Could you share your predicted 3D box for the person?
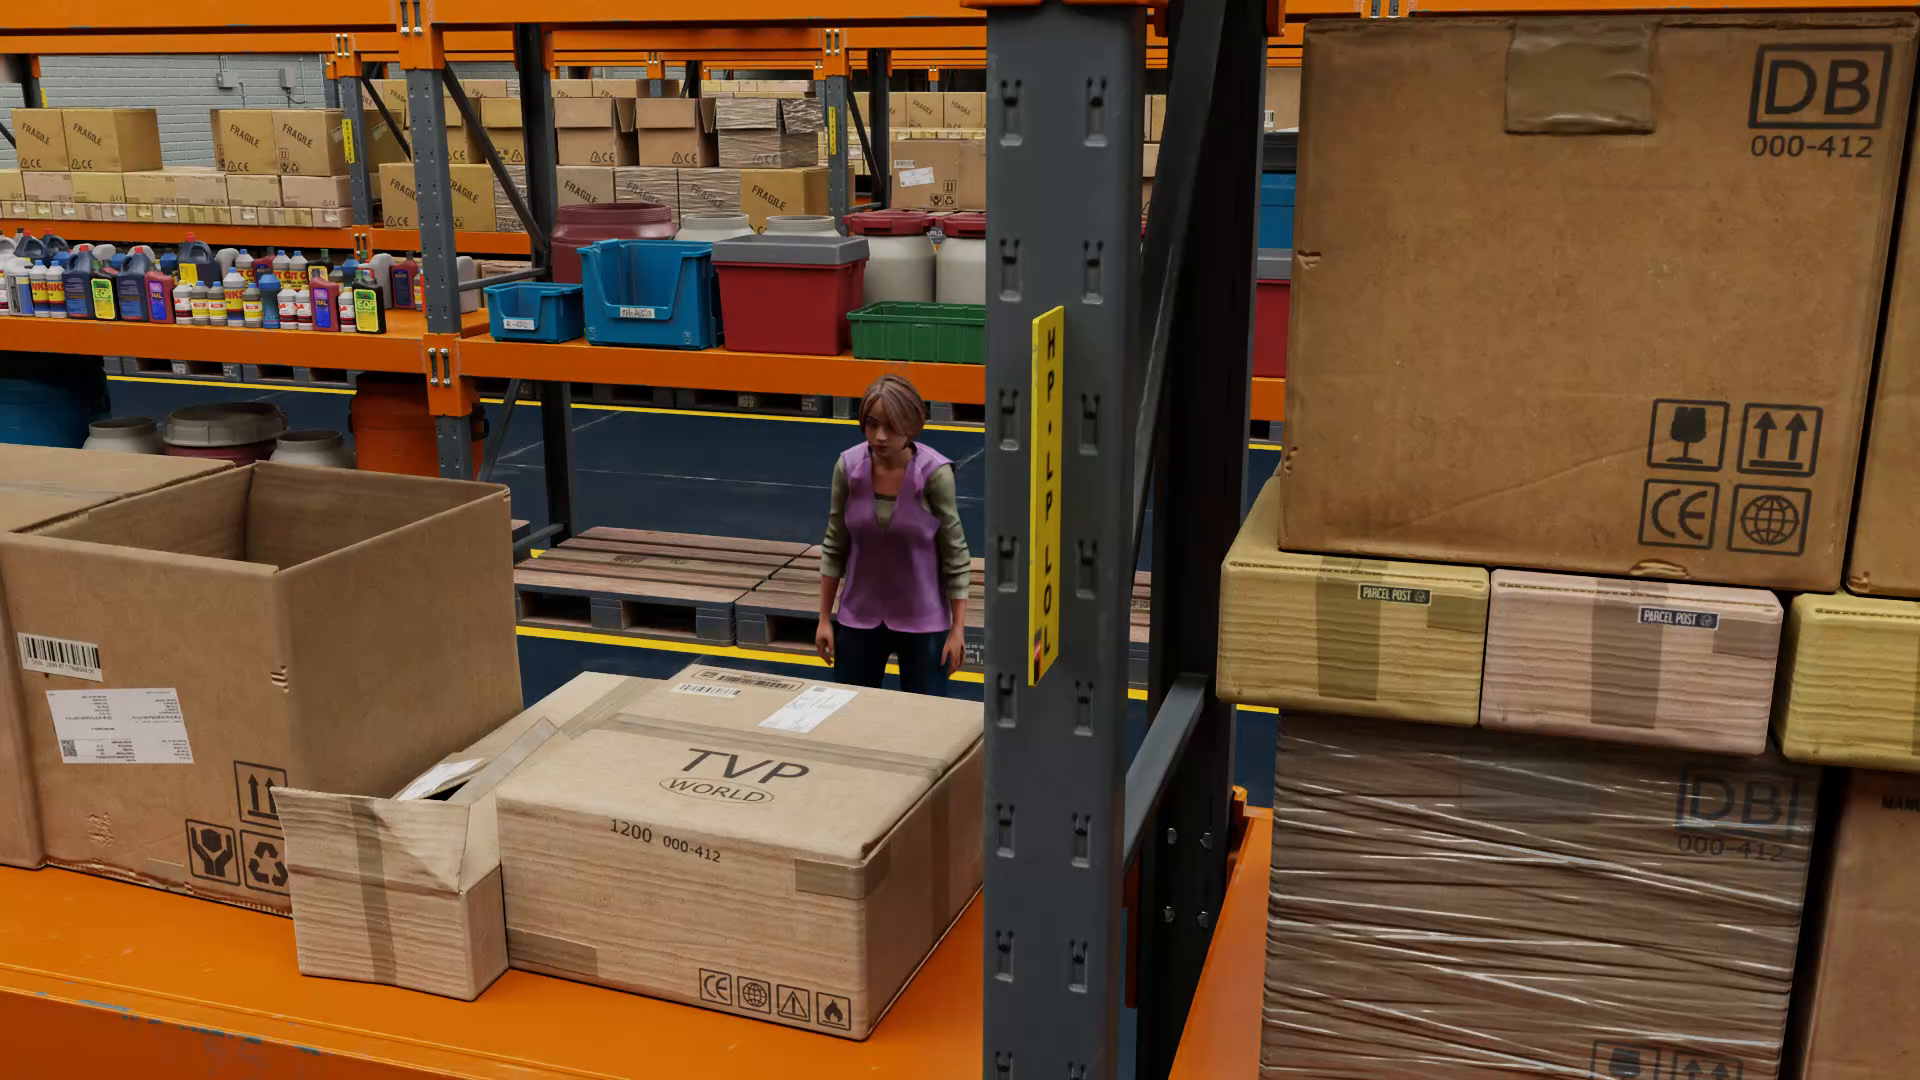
[{"bbox_3d":[-0.205,0.284,5.026,0.480,1.582,0.343,4,16,14],"label":"person"}]
